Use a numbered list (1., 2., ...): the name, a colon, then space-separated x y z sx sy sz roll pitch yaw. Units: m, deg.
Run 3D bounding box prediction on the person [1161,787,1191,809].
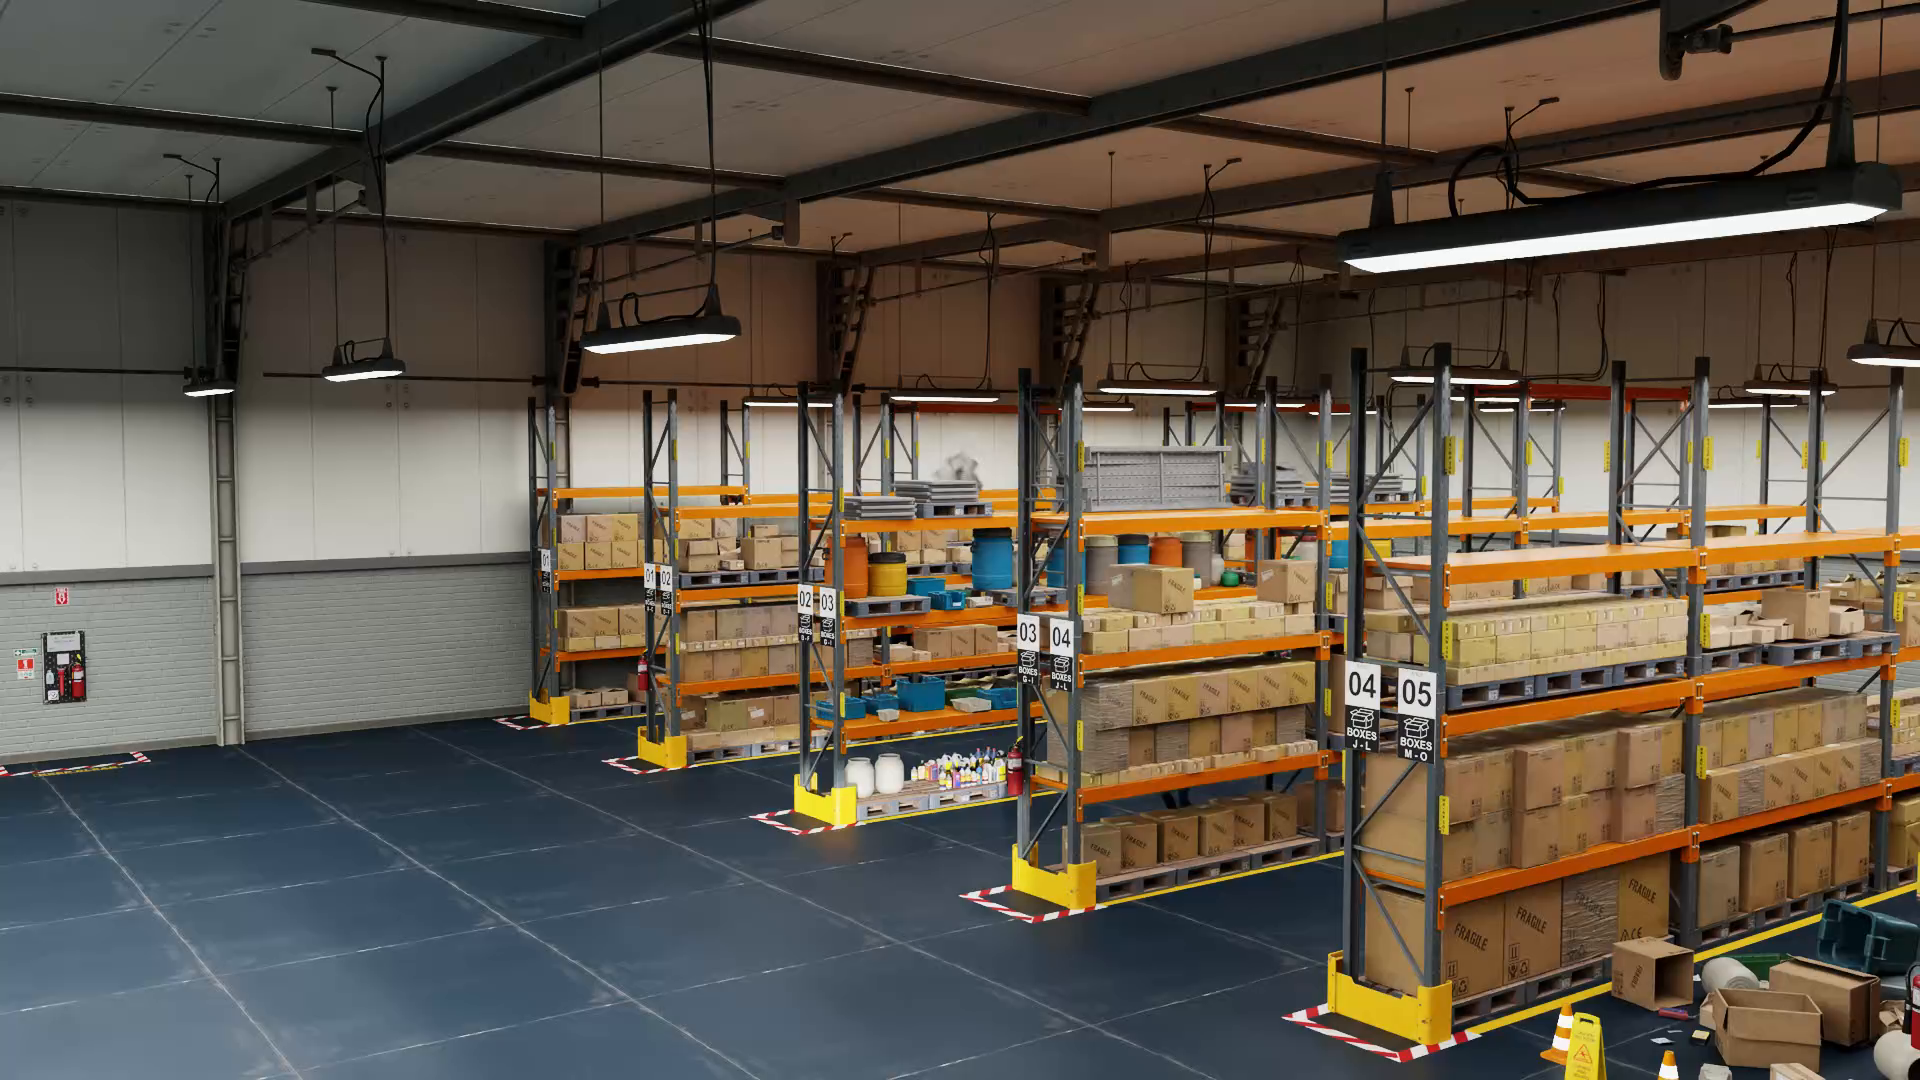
1. person: 2.871 3.079 21.901 0.646 1.591 0.510 -3 4 -37
